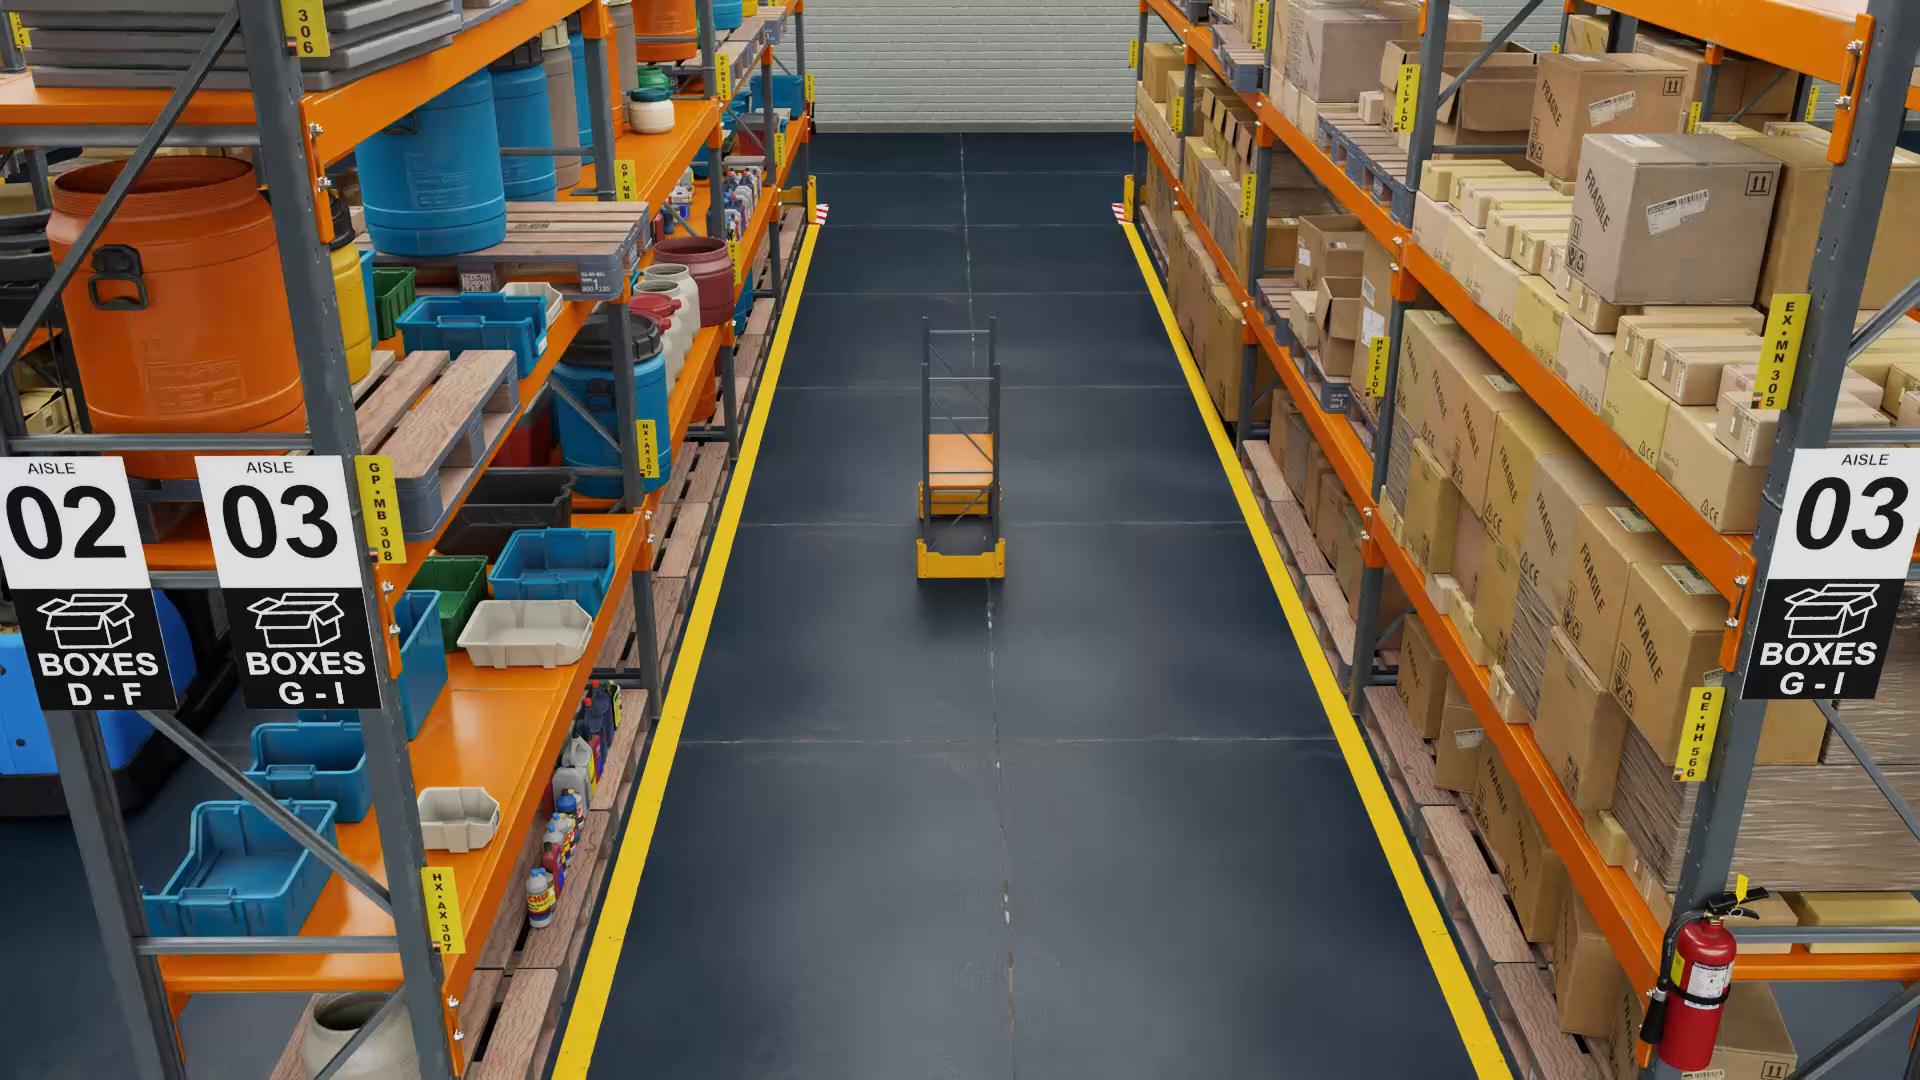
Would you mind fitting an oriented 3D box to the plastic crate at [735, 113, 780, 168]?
[{"bbox_3d":[-2.058,-4.082,16.985,0.402,0.464,0.583,0,24,-1],"label":"plastic crate"}]

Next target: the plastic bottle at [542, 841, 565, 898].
[{"bbox_3d":[-1.860,1.483,7.592,0.061,0.283,0.133,0,24,0],"label":"plastic bottle"}]

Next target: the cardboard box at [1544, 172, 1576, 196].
[{"bbox_3d":[2.945,-1.619,7.748,0.380,0.149,0.250,0,24,0],"label":"cardboard box"}]

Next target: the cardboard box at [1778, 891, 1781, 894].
[{"bbox_3d":[3.037,1.159,5.853,0.380,0.149,0.250,0,24,-1],"label":"cardboard box"}]

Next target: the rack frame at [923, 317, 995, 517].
[{"bbox_3d":[-0.005,-0.858,11.826,0.500,1.500,0.032,0,24,-1],"label":"rack frame"}]

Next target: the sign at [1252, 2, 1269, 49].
[{"bbox_3d":[2.143,-3.670,11.861,0.100,0.325,0.005,0,24,-1],"label":"sign"}]

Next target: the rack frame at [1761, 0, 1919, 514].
[{"bbox_3d":[2.785,-1.468,4.075,1.000,3.000,0.127,0,24,-1],"label":"rack frame"}]

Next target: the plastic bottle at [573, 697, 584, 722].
[{"bbox_3d":[-2.060,0.911,8.776,0.144,0.351,0.185,0,24,-1],"label":"plastic bottle"}]

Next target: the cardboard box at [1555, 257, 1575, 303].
[{"bbox_3d":[2.506,-0.976,6.327,0.380,0.149,0.250,-1,24,-3],"label":"cardboard box"}]

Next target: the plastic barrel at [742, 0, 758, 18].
[{"bbox_3d":[-2.086,-4.925,14.622,0.600,0.588,0.600,0,24,0],"label":"plastic barrel"}]

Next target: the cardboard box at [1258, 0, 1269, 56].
[{"bbox_3d":[2.619,-3.887,12.429,0.797,0.503,0.637,1,24,3],"label":"cardboard box"}]

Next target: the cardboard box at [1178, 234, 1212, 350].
[{"bbox_3d":[2.692,-2.270,15.198,1.225,0.875,0.875,-1,24,-2],"label":"cardboard box"}]

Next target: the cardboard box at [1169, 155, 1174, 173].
[{"bbox_3d":[2.320,-3.795,16.805,0.380,0.149,0.250,0,24,0],"label":"cardboard box"}]

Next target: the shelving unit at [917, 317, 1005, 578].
[{"bbox_3d":[0.001,-0.652,11.371,0.587,1.500,1.083,0,24,-1],"label":"shelving unit"}]

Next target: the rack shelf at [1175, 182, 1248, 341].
[{"bbox_3d":[2.676,-2.527,14.570,1.077,0.370,4.000,0,24,-1],"label":"rack shelf"}]

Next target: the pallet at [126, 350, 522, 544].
[{"bbox_3d":[-2.079,-0.334,5.437,1.003,0.211,1.213,0,24,-1],"label":"pallet"}]

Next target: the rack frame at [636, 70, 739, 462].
[{"bbox_3d":[-2.255,-2.008,12.551,1.000,3.000,0.127,0,24,-1],"label":"rack frame"}]

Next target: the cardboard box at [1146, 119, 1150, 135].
[{"bbox_3d":[2.297,-4.641,18.677,0.380,0.149,0.250,-1,24,-2],"label":"cardboard box"}]

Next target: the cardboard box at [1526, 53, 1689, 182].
[{"bbox_3d":[3.001,-1.974,7.745,0.500,0.500,0.500,-1,24,-2],"label":"cardboard box"}]

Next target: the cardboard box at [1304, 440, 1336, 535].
[{"bbox_3d":[2.757,-0.354,11.392,0.700,0.500,0.500,2,24,4],"label":"cardboard box"}]

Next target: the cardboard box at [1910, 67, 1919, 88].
[{"bbox_3d":[7.398,-3.658,12.436,0.500,0.500,0.500,0,24,-1],"label":"cardboard box"}]

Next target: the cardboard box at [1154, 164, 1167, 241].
[{"bbox_3d":[2.707,-3.912,18.828,0.875,0.875,0.875,0,24,-1],"label":"cardboard box"}]

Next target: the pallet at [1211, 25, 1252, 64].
[{"bbox_3d":[2.622,-4.037,13.626,1.003,0.211,1.213,1,24,2],"label":"pallet"}]

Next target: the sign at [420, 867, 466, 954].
[{"bbox_3d":[-1.618,1.161,5.206,0.100,0.325,0.005,0,24,-1],"label":"sign"}]

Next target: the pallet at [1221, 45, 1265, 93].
[{"bbox_3d":[2.638,-3.576,12.607,1.213,0.211,1.003,1,24,2],"label":"pallet"}]

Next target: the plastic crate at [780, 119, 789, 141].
[{"bbox_3d":[-2.063,-4.411,17.993,0.416,0.233,0.300,0,24,-1],"label":"plastic crate"}]

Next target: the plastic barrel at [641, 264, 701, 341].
[{"bbox_3d":[-2.030,-1.636,11.592,0.421,0.512,0.421,0,24,0],"label":"plastic barrel"}]

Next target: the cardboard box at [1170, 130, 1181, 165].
[{"bbox_3d":[2.387,-3.927,16.613,0.500,0.250,0.500,-1,24,-2],"label":"cardboard box"}]

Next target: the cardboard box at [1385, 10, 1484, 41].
[{"bbox_3d":[2.960,-3.060,10.508,0.500,0.500,0.500,0,24,0],"label":"cardboard box"}]

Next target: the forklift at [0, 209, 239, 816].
[{"bbox_3d":[-4.825,-0.489,9.273,1.130,2.935,3.031,-1,24,-3],"label":"forklift"}]

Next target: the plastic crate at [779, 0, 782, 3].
[{"bbox_3d":[-2.072,-5.701,17.395,0.437,0.136,0.530,0,24,-1],"label":"plastic crate"}]

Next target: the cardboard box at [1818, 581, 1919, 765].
[{"bbox_3d":[3.051,0.401,5.527,0.500,0.500,0.500,0,24,-1],"label":"cardboard box"}]

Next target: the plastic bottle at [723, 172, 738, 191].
[{"bbox_3d":[-2.103,-3.180,15.201,0.144,0.351,0.185,0,24,-1],"label":"plastic bottle"}]

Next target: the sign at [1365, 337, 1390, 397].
[{"bbox_3d":[2.186,-0.906,8.708,0.100,0.325,0.005,0,24,-1],"label":"sign"}]

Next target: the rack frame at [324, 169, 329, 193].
[{"bbox_3d":[-7.295,-5.284,19.793,1.000,3.000,0.127,0,24,-1],"label":"rack frame"}]

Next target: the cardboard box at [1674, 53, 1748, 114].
[{"bbox_3d":[7.339,-4.489,16.339,0.500,0.500,0.500,-1,24,-2],"label":"cardboard box"}]

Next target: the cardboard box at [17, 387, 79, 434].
[{"bbox_3d":[-6.956,-0.967,12.394,0.500,0.311,0.500,0,24,1],"label":"cardboard box"}]

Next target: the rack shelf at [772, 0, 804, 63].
[{"bbox_3d":[-2.320,-5.520,17.547,1.077,0.370,4.000,0,24,-1],"label":"rack shelf"}]

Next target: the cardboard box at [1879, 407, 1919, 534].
[{"bbox_3d":[3.038,-0.232,5.165,0.500,0.250,0.500,0,24,1],"label":"cardboard box"}]

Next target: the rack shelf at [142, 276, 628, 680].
[{"bbox_3d":[-2.190,-0.575,6.614,1.077,0.370,4.000,0,24,-1],"label":"rack shelf"}]

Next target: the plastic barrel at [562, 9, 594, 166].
[{"bbox_3d":[-2.448,-2.703,9.838,0.600,0.901,0.708,0,24,-1],"label":"plastic barrel"}]

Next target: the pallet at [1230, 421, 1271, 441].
[{"bbox_3d":[2.764,-1.085,13.893,1.003,0.211,1.213,0,24,-1],"label":"pallet"}]

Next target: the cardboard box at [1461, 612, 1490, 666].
[{"bbox_3d":[2.473,0.440,7.442,0.380,0.149,0.250,0,24,-1],"label":"cardboard box"}]

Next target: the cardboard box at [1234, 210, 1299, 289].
[{"bbox_3d":[2.445,-2.278,13.026,0.500,0.500,0.500,0,24,1],"label":"cardboard box"}]

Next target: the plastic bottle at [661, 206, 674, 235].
[{"bbox_3d":[-2.542,-2.801,14.459,0.097,0.271,0.097,0,24,0],"label":"plastic bottle"}]

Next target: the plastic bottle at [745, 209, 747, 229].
[{"bbox_3d":[-1.929,-2.848,14.648,0.097,0.201,0.097,0,24,0],"label":"plastic bottle"}]

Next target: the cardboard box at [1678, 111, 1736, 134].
[{"bbox_3d":[7.327,-4.039,16.557,0.500,0.500,0.500,0,24,0],"label":"cardboard box"}]

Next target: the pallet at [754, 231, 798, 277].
[{"bbox_3d":[-2.362,-3.193,18.553,1.003,0.211,1.213,0,24,-1],"label":"pallet"}]

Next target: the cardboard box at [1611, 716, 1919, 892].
[{"bbox_3d":[2.806,0.858,5.731,0.875,0.500,0.500,0,24,-1],"label":"cardboard box"}]

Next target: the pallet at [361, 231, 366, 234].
[{"bbox_3d":[-7.285,-3.654,19.573,1.003,0.211,1.213,0,24,-1],"label":"pallet"}]

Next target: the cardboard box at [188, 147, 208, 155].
[{"bbox_3d":[-7.470,-3.677,15.608,0.700,0.500,0.500,-9,26,-18],"label":"cardboard box"}]

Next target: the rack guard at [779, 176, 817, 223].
[{"bbox_3d":[-2.355,-4.176,20.376,1.175,0.500,0.348,0,24,-1],"label":"rack guard"}]

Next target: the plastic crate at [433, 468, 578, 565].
[{"bbox_3d":[-2.333,-0.116,8.441,0.767,0.338,0.504,0,24,-1],"label":"plastic crate"}]

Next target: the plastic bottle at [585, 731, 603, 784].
[{"bbox_3d":[-1.871,1.087,8.469,0.061,0.283,0.133,1,24,3],"label":"plastic bottle"}]

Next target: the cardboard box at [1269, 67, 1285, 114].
[{"bbox_3d":[2.448,-3.134,11.582,0.500,0.250,0.500,0,24,0],"label":"cardboard box"}]

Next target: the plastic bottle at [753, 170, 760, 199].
[{"bbox_3d":[-1.923,-3.347,15.653,0.061,0.283,0.133,0,24,-1],"label":"plastic bottle"}]

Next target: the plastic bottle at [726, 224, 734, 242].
[{"bbox_3d":[-1.900,-2.476,13.726,0.061,0.283,0.133,0,24,-1],"label":"plastic bottle"}]
